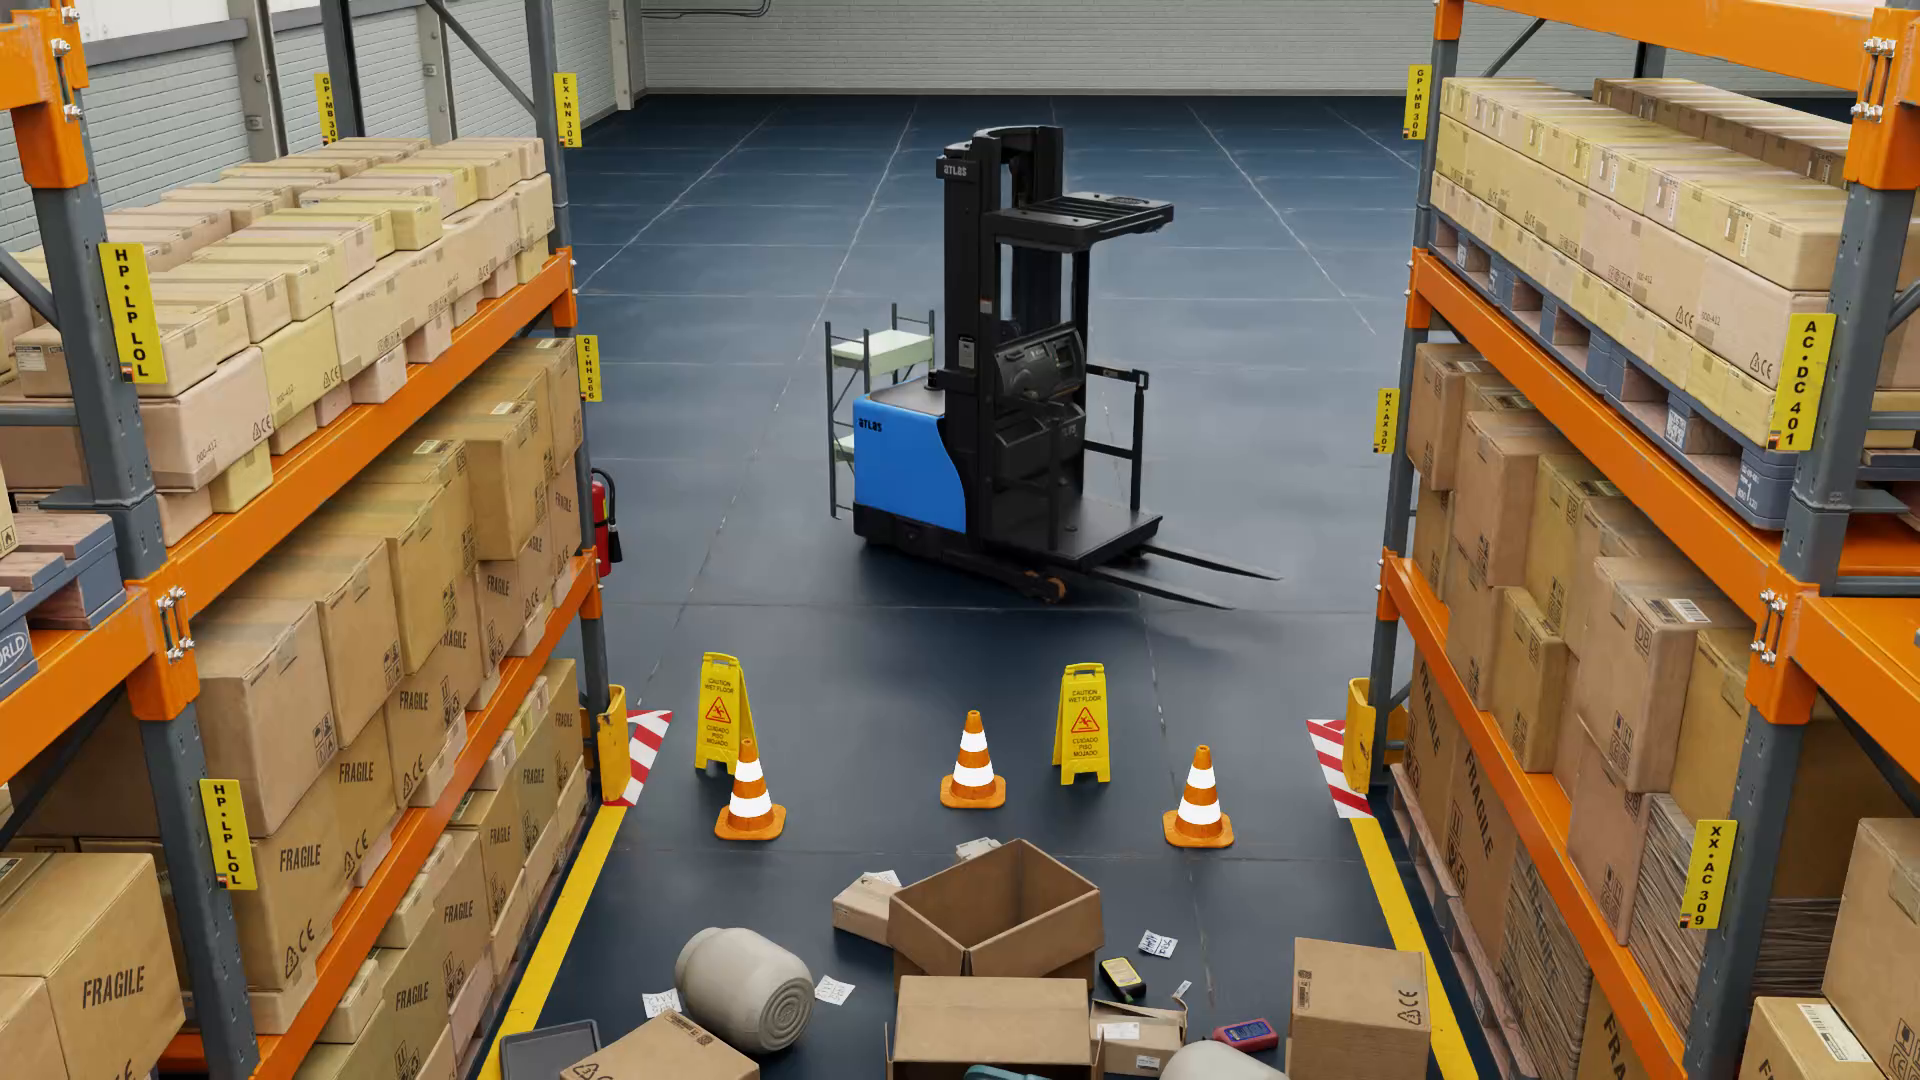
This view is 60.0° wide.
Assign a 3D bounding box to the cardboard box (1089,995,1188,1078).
[{"bbox_3d":[0.712,1.951,6.634,0.396,0.266,0.258,4,22,11],"label":"cardboard box"}]

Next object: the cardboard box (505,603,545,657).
[{"bbox_3d":[-2.029,0.387,7.231,0.380,0.149,0.250,1,21,3],"label":"cardboard box"}]

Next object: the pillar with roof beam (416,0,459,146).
[{"bbox_3d":[-3.361,-9.215,23.339,9.100,9.000,0.400,1,21,2],"label":"pillar with roof beam"}]

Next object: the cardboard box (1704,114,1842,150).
[{"bbox_3d":[2.912,-1.438,5.969,0.380,0.149,0.250,0,21,1],"label":"cardboard box"}]

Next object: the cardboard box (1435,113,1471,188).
[{"bbox_3d":[2.351,-1.666,7.107,0.500,0.250,0.500,1,21,2],"label":"cardboard box"}]

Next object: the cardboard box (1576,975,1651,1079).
[{"bbox_3d":[2.590,1.886,5.378,0.875,0.875,0.875,1,21,2],"label":"cardboard box"}]

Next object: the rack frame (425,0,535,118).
[{"bbox_3d":[-2.332,-2.943,7.174,0.949,2.616,0.053,1,21,2],"label":"rack frame"}]

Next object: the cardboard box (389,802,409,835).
[{"bbox_3d":[-2.167,0.933,5.825,0.380,0.149,0.250,1,21,1],"label":"cardboard box"}]

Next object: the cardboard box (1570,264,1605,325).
[{"bbox_3d":[2.229,-0.801,5.430,0.380,0.149,0.250,0,21,1],"label":"cardboard box"}]

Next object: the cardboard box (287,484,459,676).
[{"bbox_3d":[-2.140,0.126,5.625,0.700,0.500,0.500,0,21,0],"label":"cardboard box"}]

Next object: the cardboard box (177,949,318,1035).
[{"bbox_3d":[-2.120,1.307,4.861,0.380,0.149,0.250,1,21,1],"label":"cardboard box"}]

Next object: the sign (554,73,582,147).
[{"bbox_3d":[-1.774,-1.944,7.522,0.100,0.325,0.005,1,21,2],"label":"sign"}]

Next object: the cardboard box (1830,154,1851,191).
[{"bbox_3d":[2.881,-1.074,5.030,0.380,0.149,0.250,1,21,2],"label":"cardboard box"}]

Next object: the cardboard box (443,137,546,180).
[{"bbox_3d":[-2.043,-1.674,7.294,0.380,0.149,0.250,1,21,2],"label":"cardboard box"}]

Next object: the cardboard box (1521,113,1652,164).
[{"bbox_3d":[2.254,-1.447,5.991,0.380,0.149,0.250,0,21,1],"label":"cardboard box"}]

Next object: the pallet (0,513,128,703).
[{"bbox_3d":[-2.575,0.211,3.451,1.213,0.211,1.003,1,21,2],"label":"pallet"}]

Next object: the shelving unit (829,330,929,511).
[{"bbox_3d":[-0.581,-0.931,12.355,0.431,1.308,0.731,16,26,35],"label":"shelving unit"}]

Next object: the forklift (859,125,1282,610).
[{"bbox_3d":[0.700,-1.163,10.976,3.031,2.935,1.121,16,26,35],"label":"forklift"}]

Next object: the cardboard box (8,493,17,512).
[{"bbox_3d":[-2.650,-0.189,4.570,0.380,0.149,0.250,1,21,2],"label":"cardboard box"}]

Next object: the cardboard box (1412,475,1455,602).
[{"bbox_3d":[2.657,-0.063,7.838,0.875,0.550,0.550,1,21,2],"label":"cardboard box"}]

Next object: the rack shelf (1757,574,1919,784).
[{"bbox_3d":[2.440,0.978,2.209,1.077,0.370,4.000,1,21,2],"label":"rack shelf"}]

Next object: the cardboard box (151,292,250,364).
[{"bbox_3d":[-2.135,-0.558,4.417,0.380,0.149,0.250,1,21,3],"label":"cardboard box"}]

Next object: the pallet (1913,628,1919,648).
[{"bbox_3d":[2.522,0.341,3.122,0.805,0.209,1.217,0,21,-1],"label":"pallet"}]

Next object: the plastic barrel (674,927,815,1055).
[{"bbox_3d":[-0.878,1.818,6.757,0.512,0.421,0.421,18,27,38],"label":"plastic barrel"}]

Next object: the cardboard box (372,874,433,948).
[{"bbox_3d":[-2.085,1.294,5.836,0.380,0.149,0.250,1,21,4],"label":"cardboard box"}]

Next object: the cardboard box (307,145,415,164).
[{"bbox_3d":[-2.535,-1.582,7.057,0.380,0.149,0.250,1,21,1],"label":"cardboard box"}]

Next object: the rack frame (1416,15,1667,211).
[{"bbox_3d":[2.623,-2.925,7.127,1.000,3.000,0.127,1,21,2],"label":"rack frame"}]

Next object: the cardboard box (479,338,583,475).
[{"bbox_3d":[-2.126,-0.610,7.524,0.700,0.500,0.500,0,21,0],"label":"cardboard box"}]

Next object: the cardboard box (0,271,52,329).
[{"bbox_3d":[-2.630,-0.658,4.676,0.380,0.149,0.250,1,21,3],"label":"cardboard box"}]

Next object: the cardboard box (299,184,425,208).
[{"bbox_3d":[-2.187,-1.215,6.111,0.380,0.149,0.250,0,21,0],"label":"cardboard box"}]

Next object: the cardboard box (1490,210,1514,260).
[{"bbox_3d":[2.261,-1.166,6.370,0.380,0.149,0.250,1,21,2],"label":"cardboard box"}]

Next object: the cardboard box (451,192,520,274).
[{"bbox_3d":[-2.104,-1.244,6.737,0.500,0.250,0.500,0,21,1],"label":"cardboard box"}]

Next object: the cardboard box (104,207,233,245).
[{"bbox_3d":[-2.707,-1.032,5.639,0.380,0.149,0.250,1,21,2],"label":"cardboard box"}]

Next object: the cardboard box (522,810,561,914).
[{"bbox_3d":[-2.108,1.422,7.437,0.500,0.250,0.500,1,21,2],"label":"cardboard box"}]

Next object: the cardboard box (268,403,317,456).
[{"bbox_3d":[-2.187,-0.366,5.026,0.380,0.149,0.250,1,21,3],"label":"cardboard box"}]

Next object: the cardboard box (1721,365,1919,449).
[{"bbox_3d":[2.192,-0.341,4.243,0.380,0.149,0.250,1,21,1],"label":"cardboard box"}]

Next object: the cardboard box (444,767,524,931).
[{"bbox_3d":[-2.127,1.254,6.834,0.500,0.500,0.500,0,21,0],"label":"cardboard box"}]

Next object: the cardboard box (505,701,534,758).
[{"bbox_3d":[-2.047,0.805,7.095,0.380,0.149,0.250,1,21,3],"label":"cardboard box"}]

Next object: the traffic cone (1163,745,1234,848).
[{"bbox_3d":[1.187,1.231,8.217,0.336,0.463,0.334,1,21,2],"label":"traffic cone"}]

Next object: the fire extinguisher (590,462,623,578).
[{"bbox_3d":[-1.864,-0.146,8.366,0.296,0.674,0.183,1,21,2],"label":"fire extinguisher"}]

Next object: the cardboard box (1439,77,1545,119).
[{"bbox_3d":[2.294,-1.906,7.175,0.380,0.149,0.250,1,21,2],"label":"cardboard box"}]

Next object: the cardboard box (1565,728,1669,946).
[{"bbox_3d":[2.494,0.915,5.315,0.875,0.550,0.550,1,21,2],"label":"cardboard box"}]

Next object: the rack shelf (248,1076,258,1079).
[{"bbox_3d":[-2.511,2.359,2.798,1.077,0.370,4.000,1,21,2],"label":"rack shelf"}]

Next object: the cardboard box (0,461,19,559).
[{"bbox_3d":[-2.323,-0.011,3.392,0.500,0.250,0.500,0,21,1],"label":"cardboard box"}]

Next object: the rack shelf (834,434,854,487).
[{"bbox_3d":[-0.578,-0.629,12.477,0.431,0.370,0.720,16,26,35],"label":"rack shelf"}]

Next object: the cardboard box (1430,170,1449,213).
[{"bbox_3d":[2.292,-1.531,7.311,0.380,0.149,0.250,1,21,2],"label":"cardboard box"}]

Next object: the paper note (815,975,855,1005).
[{"bbox_3d":[-0.543,1.913,7.073,0.148,0.019,0.142,8,23,20],"label":"paper note"}]

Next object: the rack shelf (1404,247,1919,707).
[{"bbox_3d":[2.562,-0.468,5.936,1.077,0.370,4.000,1,21,2],"label":"rack shelf"}]

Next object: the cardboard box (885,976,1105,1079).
[{"bbox_3d":[0.129,1.956,6.106,0.797,0.637,0.503,1,21,2],"label":"cardboard box"}]

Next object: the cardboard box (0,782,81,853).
[{"bbox_3d":[-2.685,0.951,4.881,0.500,0.500,0.500,0,21,0],"label":"cardboard box"}]

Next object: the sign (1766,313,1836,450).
[{"bbox_3d":[1.946,-0.364,3.849,0.100,0.325,0.005,1,21,2],"label":"sign"}]

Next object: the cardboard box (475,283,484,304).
[{"bbox_3d":[-2.151,-1.018,6.708,0.380,0.149,0.250,1,21,2],"label":"cardboard box"}]

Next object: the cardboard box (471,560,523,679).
[{"bbox_3d":[-2.108,0.230,6.741,0.500,0.500,0.500,1,21,1],"label":"cardboard box"}]
